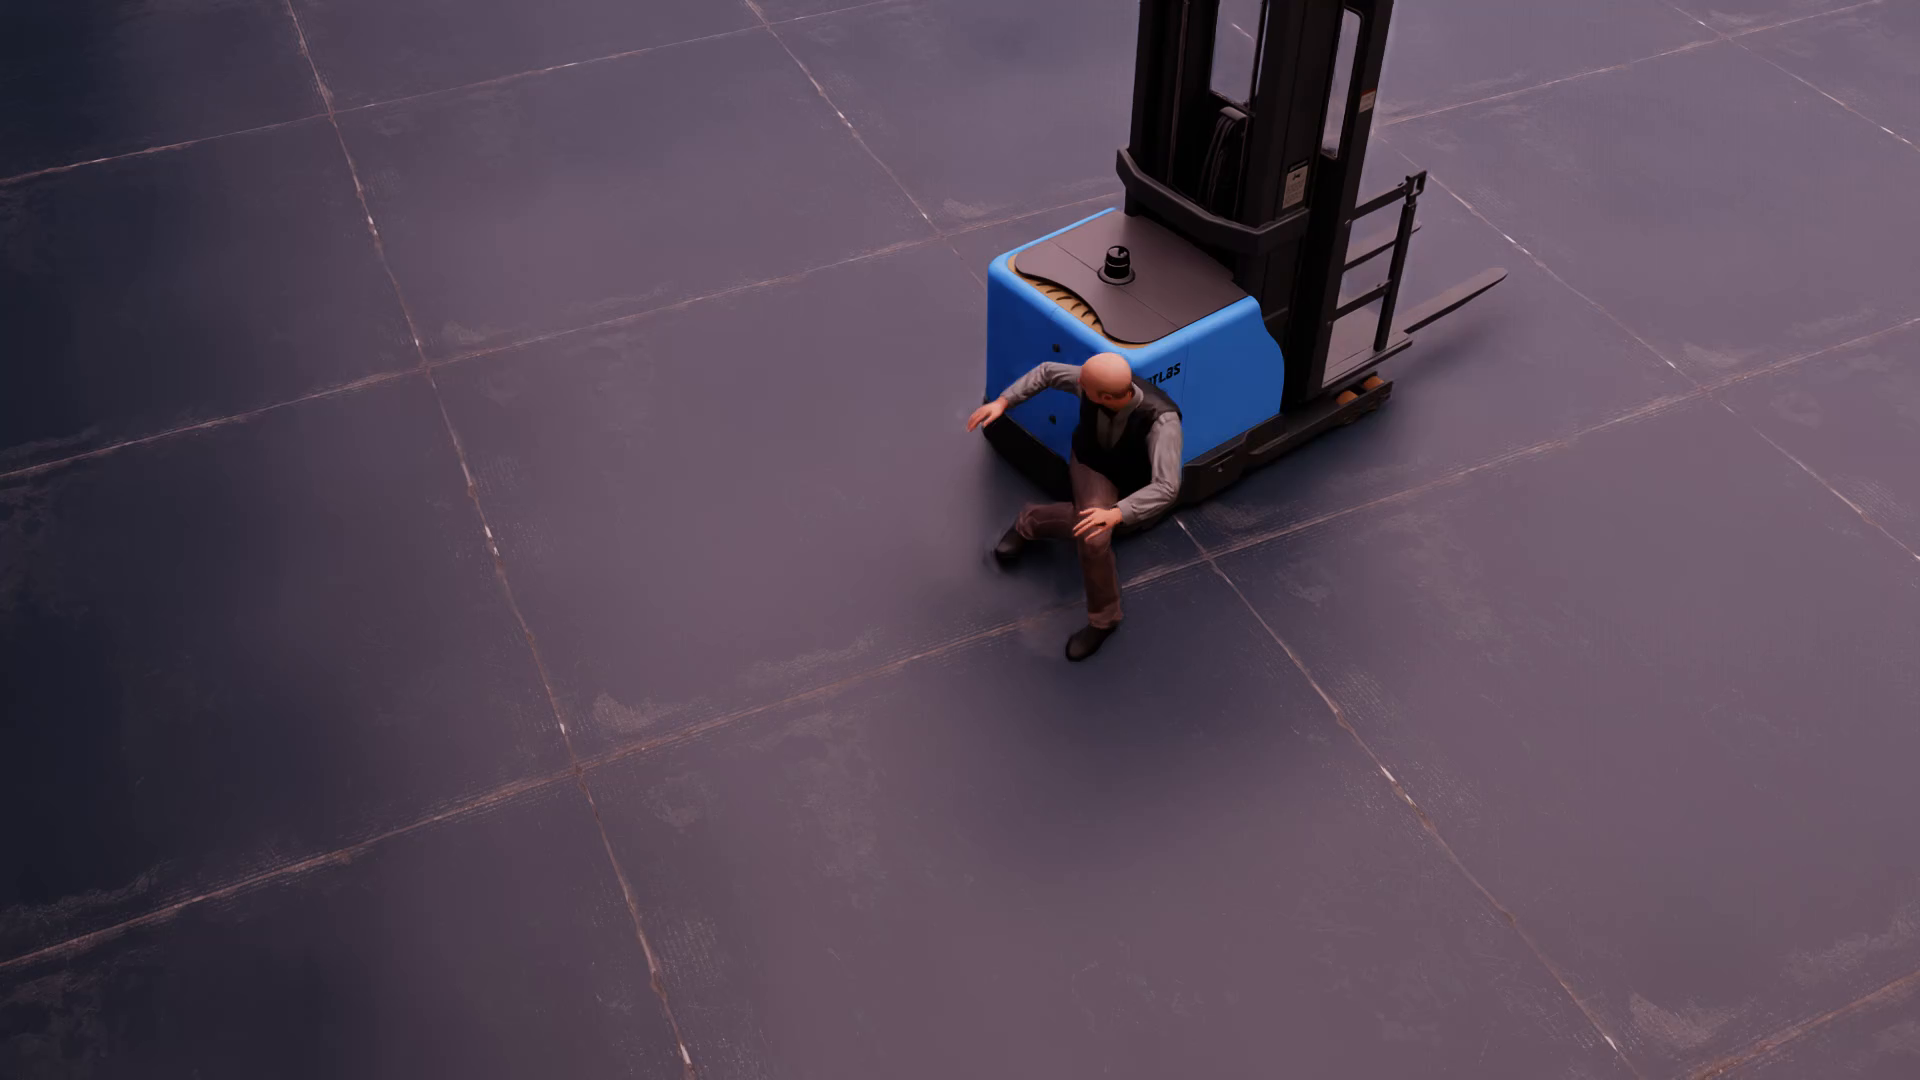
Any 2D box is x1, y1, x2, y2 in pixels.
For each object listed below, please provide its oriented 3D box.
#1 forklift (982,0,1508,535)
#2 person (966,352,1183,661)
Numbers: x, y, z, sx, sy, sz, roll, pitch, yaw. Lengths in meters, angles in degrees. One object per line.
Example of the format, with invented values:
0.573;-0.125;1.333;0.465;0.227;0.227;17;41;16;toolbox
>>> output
1.590;-1.923;7.741;3.031;2.935;1.130;-28;50;-26;forklift
0.464;-0.202;6.961;0.943;1.498;1.003;11;44;11;person
